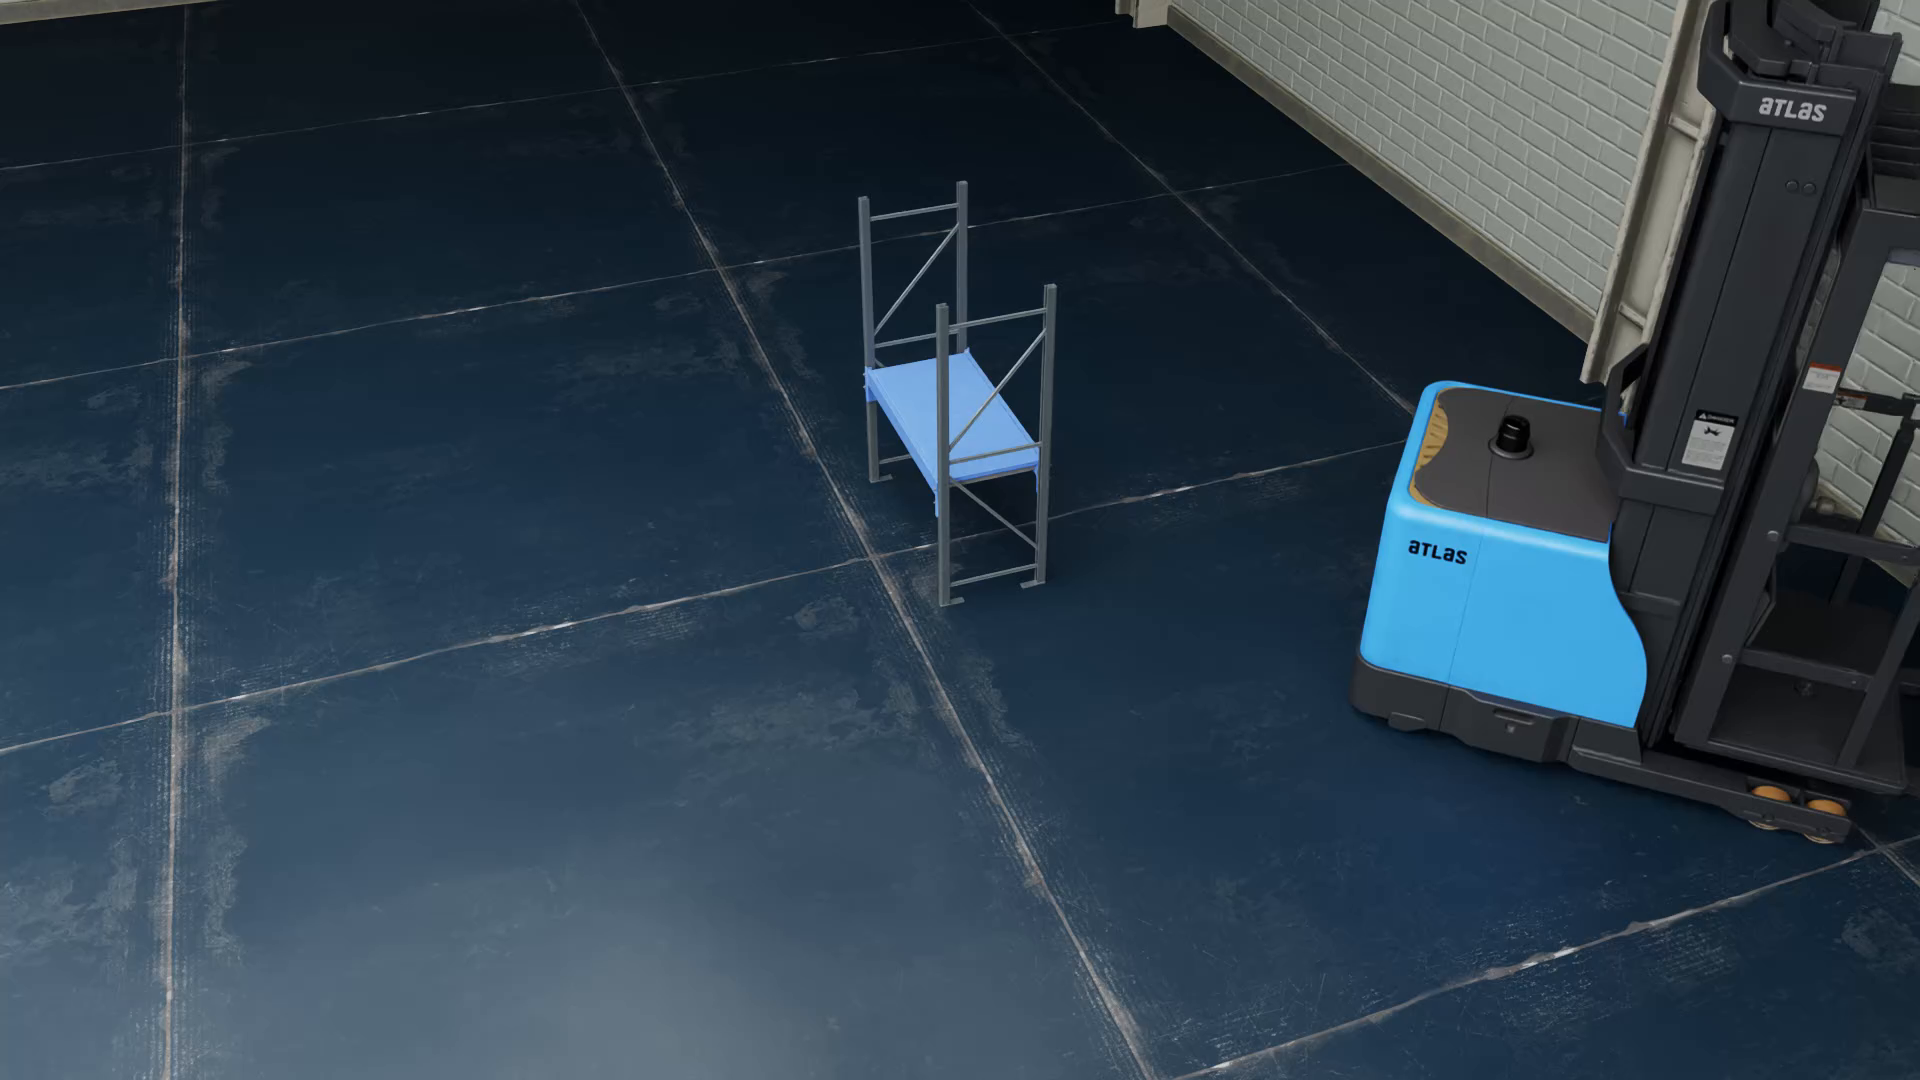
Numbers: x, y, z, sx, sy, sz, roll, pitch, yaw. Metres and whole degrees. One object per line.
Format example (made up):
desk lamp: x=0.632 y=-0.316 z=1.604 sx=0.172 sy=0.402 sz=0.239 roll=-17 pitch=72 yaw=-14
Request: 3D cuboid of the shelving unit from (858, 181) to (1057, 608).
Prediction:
shelving unit: x=-0.029 y=-0.647 z=7.363 sx=0.538 sy=1.500 sz=1.048 roll=-12 pitch=39 yaw=-16

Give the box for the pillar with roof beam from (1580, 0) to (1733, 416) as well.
pillar with roof beam: x=-0.519 y=-3.487 z=4.900 sx=9.100 sy=9.000 sz=0.400 roll=-12 pitch=39 yaw=-16

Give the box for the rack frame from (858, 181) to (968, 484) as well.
rack frame: x=-0.204 y=-0.934 z=7.744 sx=0.500 sy=1.500 sz=0.032 roll=-12 pitch=39 yaw=-16

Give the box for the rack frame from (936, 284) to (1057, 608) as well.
rack frame: x=0.146 y=-0.360 z=6.981 sx=0.500 sy=1.500 sz=0.032 roll=-12 pitch=39 yaw=-16

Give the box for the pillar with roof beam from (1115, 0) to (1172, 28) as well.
pillar with roof beam: x=-2.584 y=-6.877 z=9.400 sx=9.100 sy=9.000 sz=0.400 roll=-12 pitch=39 yaw=-16

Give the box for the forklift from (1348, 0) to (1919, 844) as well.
forklift: x=3.153 y=-0.397 z=5.840 sx=3.031 sy=2.935 sz=1.130 roll=13 pitch=39 yaw=17

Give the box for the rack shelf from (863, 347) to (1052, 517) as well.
rack shelf: x=-0.029 y=-0.504 z=7.471 sx=0.538 sy=0.185 sz=1.000 roll=-12 pitch=39 yaw=-16
